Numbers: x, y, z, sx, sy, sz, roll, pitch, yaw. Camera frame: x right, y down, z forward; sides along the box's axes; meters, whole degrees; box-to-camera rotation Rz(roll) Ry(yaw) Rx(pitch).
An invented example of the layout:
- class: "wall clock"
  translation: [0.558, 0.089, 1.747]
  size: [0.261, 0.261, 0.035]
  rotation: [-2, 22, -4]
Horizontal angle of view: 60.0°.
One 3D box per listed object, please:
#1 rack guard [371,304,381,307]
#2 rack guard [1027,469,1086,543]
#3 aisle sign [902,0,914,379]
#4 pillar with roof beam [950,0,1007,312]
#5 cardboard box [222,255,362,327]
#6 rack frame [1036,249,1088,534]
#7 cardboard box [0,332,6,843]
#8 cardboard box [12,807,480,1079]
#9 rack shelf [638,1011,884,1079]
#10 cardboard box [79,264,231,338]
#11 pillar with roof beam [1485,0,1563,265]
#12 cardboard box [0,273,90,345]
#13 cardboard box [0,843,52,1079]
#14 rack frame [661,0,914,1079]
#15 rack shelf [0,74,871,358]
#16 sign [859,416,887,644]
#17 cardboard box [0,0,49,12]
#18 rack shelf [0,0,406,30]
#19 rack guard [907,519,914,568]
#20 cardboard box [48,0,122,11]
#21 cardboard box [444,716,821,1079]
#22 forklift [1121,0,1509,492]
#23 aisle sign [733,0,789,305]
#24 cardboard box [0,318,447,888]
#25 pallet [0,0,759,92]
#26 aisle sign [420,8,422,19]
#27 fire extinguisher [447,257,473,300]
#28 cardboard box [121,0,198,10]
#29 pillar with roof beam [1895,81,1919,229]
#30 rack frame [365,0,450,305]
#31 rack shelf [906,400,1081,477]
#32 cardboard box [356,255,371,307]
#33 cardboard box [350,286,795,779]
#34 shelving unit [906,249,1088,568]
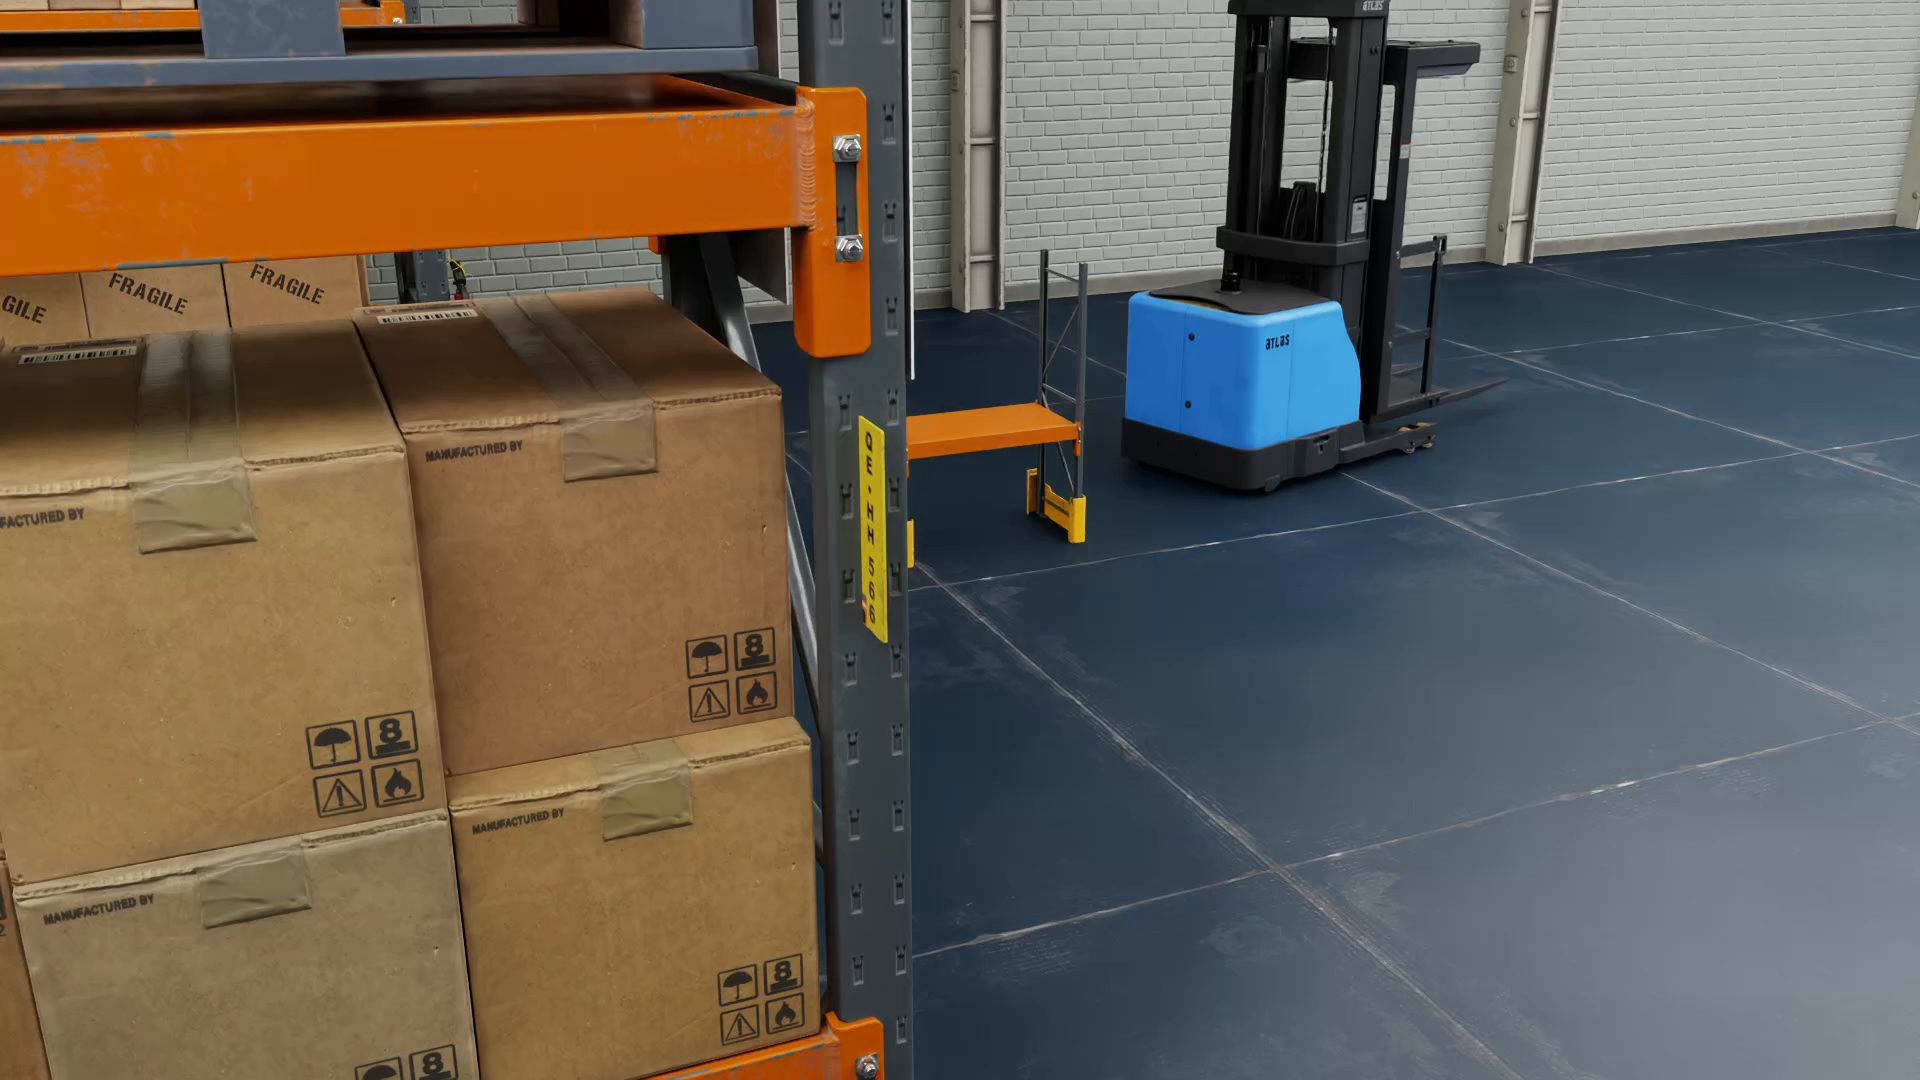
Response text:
- class: "rack guard"
  translation: [-4.332, -1.358, 12.125]
  size: [0.348, 0.500, 1.175]
  rotation: [-8, 21, -22]
- class: "rack guard"
  translation: [0.527, -0.193, 9.195]
  size: [0.087, 0.250, 0.587]
  rotation: [-8, 21, -22]
- class: "aisle sign"
  translation: [-0.147, -0.668, 2.489]
  size: [0.004, 0.787, 0.394]
  rotation: [-8, 21, -22]
- class: "pillar with roof beam"
  translation: [1.864, -5.023, 9.738]
  size: [0.400, 9.000, 9.100]
  rotation: [-8, 21, -22]
- class: "cardboard box"
  translation: [-2.774, -1.052, 6.896]
  size: [0.500, 0.500, 0.500]
  rotation: [-9, 21, -23]
- class: "rack frame"
  translation: [0.545, -0.786, 8.995]
  size: [0.032, 1.500, 0.500]
  rotation: [-8, 21, -22]
- class: "cardboard box"
  translation: [-1.724, 0.066, 2.467]
  size: [0.550, 0.550, 0.875]
  rotation: [-8, 21, -22]
- class: "cardboard box"
  translation: [-1.150, 0.547, 2.726]
  size: [0.550, 0.550, 0.875]
  rotation: [-8, 21, -22]
- class: "rack shelf"
  translation: [-2.168, 1.078, 2.526]
  size: [4.000, 0.370, 1.077]
  rotation: [-8, 21, -22]
- class: "cardboard box"
  translation: [-3.236, -0.988, 6.713]
  size: [0.500, 0.500, 0.500]
  rotation: [-8, 21, -22]
- class: "pillar with roof beam"
  translation: [7.373, -5.812, 11.980]
  size: [0.400, 9.000, 9.100]
  rotation: [-8, 21, -22]
- class: "cardboard box"
  translation: [-3.696, -0.923, 6.529]
  size: [0.500, 0.500, 0.500]
  rotation: [-8, 21, -22]
- class: "cardboard box"
  translation: [-1.714, 0.582, 2.626]
  size: [0.550, 0.550, 0.875]
  rotation: [-8, 21, -22]
- class: "rack frame"
  translation: [-0.330, 0.477, 3.151]
  size: [0.053, 2.616, 0.949]
  rotation: [-8, 21, -22]
- class: "rack shelf"
  translation: [-2.168, -0.336, 2.028]
  size: [4.000, 0.370, 1.077]
  rotation: [-8, 21, -22]
- class: "sign"
  translation: [-0.129, -0.015, 2.447]
  size: [0.005, 0.325, 0.100]
  rotation: [-8, 21, -22]
- class: "cardboard box"
  translation: [-3.544, -2.057, 6.209]
  size: [0.250, 0.149, 0.380]
  rotation: [-8, 21, -22]
- class: "rack shelf"
  translation: [-4.221, -1.833, 6.277]
  size: [4.000, 0.370, 1.077]
  rotation: [-8, 21, -22]
- class: "rack guard"
  translation: [-0.387, -0.062, 8.823]
  size: [0.087, 0.250, 0.587]
  rotation: [-8, 21, -22]
- class: "cardboard box"
  translation: [-3.334, -2.104, 6.343]
  size: [0.250, 0.149, 0.380]
  rotation: [-8, 21, -21]
- class: "cardboard box"
  translation: [-0.654, 0.468, 2.951]
  size: [0.550, 0.550, 0.875]
  rotation: [-8, 21, -22]
- class: "forklift"
  translation: [2.447, -2.049, 10.427]
  size: [3.031, 2.935, 1.130]
  rotation: [-16, 25, -38]
- class: "aisle sign"
  translation: [-0.385, -0.851, 3.008]
  size: [0.004, 0.787, 0.394]
  rotation: [-8, 21, -22]
- class: "cardboard box"
  translation: [-1.156, 0.033, 2.559]
  size: [0.550, 0.550, 0.875]
  rotation: [-8, 21, -22]
- class: "pallet"
  translation: [-1.008, -0.796, 2.384]
  size: [1.213, 0.211, 1.003]
  rotation: [-8, 21, -22]
- class: "aisle sign"
  translation: [-2.213, -2.166, 6.743]
  size: [0.004, 0.787, 0.394]
  rotation: [-8, 21, -22]
- class: "fire extinguisher"
  translation: [-2.097, -0.858, 7.060]
  size: [0.183, 0.674, 0.296]
  rotation: [-8, 21, -22]
- class: "cardboard box"
  translation: [-3.075, -2.117, 6.380]
  size: [0.250, 0.149, 0.380]
  rotation: [-7, 21, -20]
- class: "pillar with roof beam"
  translation: [12.882, -6.601, 14.221]
  size: [0.400, 9.000, 9.100]
  rotation: [-8, 21, -22]
- class: "rack frame"
  translation: [-2.385, -1.020, 7.403]
  size: [0.127, 3.000, 1.000]
  rotation: [-8, 21, -22]
- class: "rack shelf"
  translation: [0.078, -0.549, 8.865]
  size: [1.000, 0.185, 0.538]
  rotation: [-8, 21, -22]
- class: "cardboard box"
  translation: [-2.930, -1.230, 7.400]
  size: [0.500, 0.500, 0.500]
  rotation: [-8, 21, -23]
- class: "cardboard box"
  translation: [-0.687, -0.067, 2.844]
  size: [0.550, 0.550, 0.875]
  rotation: [-8, 21, -22]
- class: "shelving unit"
  translation: [0.070, -0.717, 8.801]
  size: [1.083, 1.500, 0.587]
  rotation: [-8, 21, -22]
